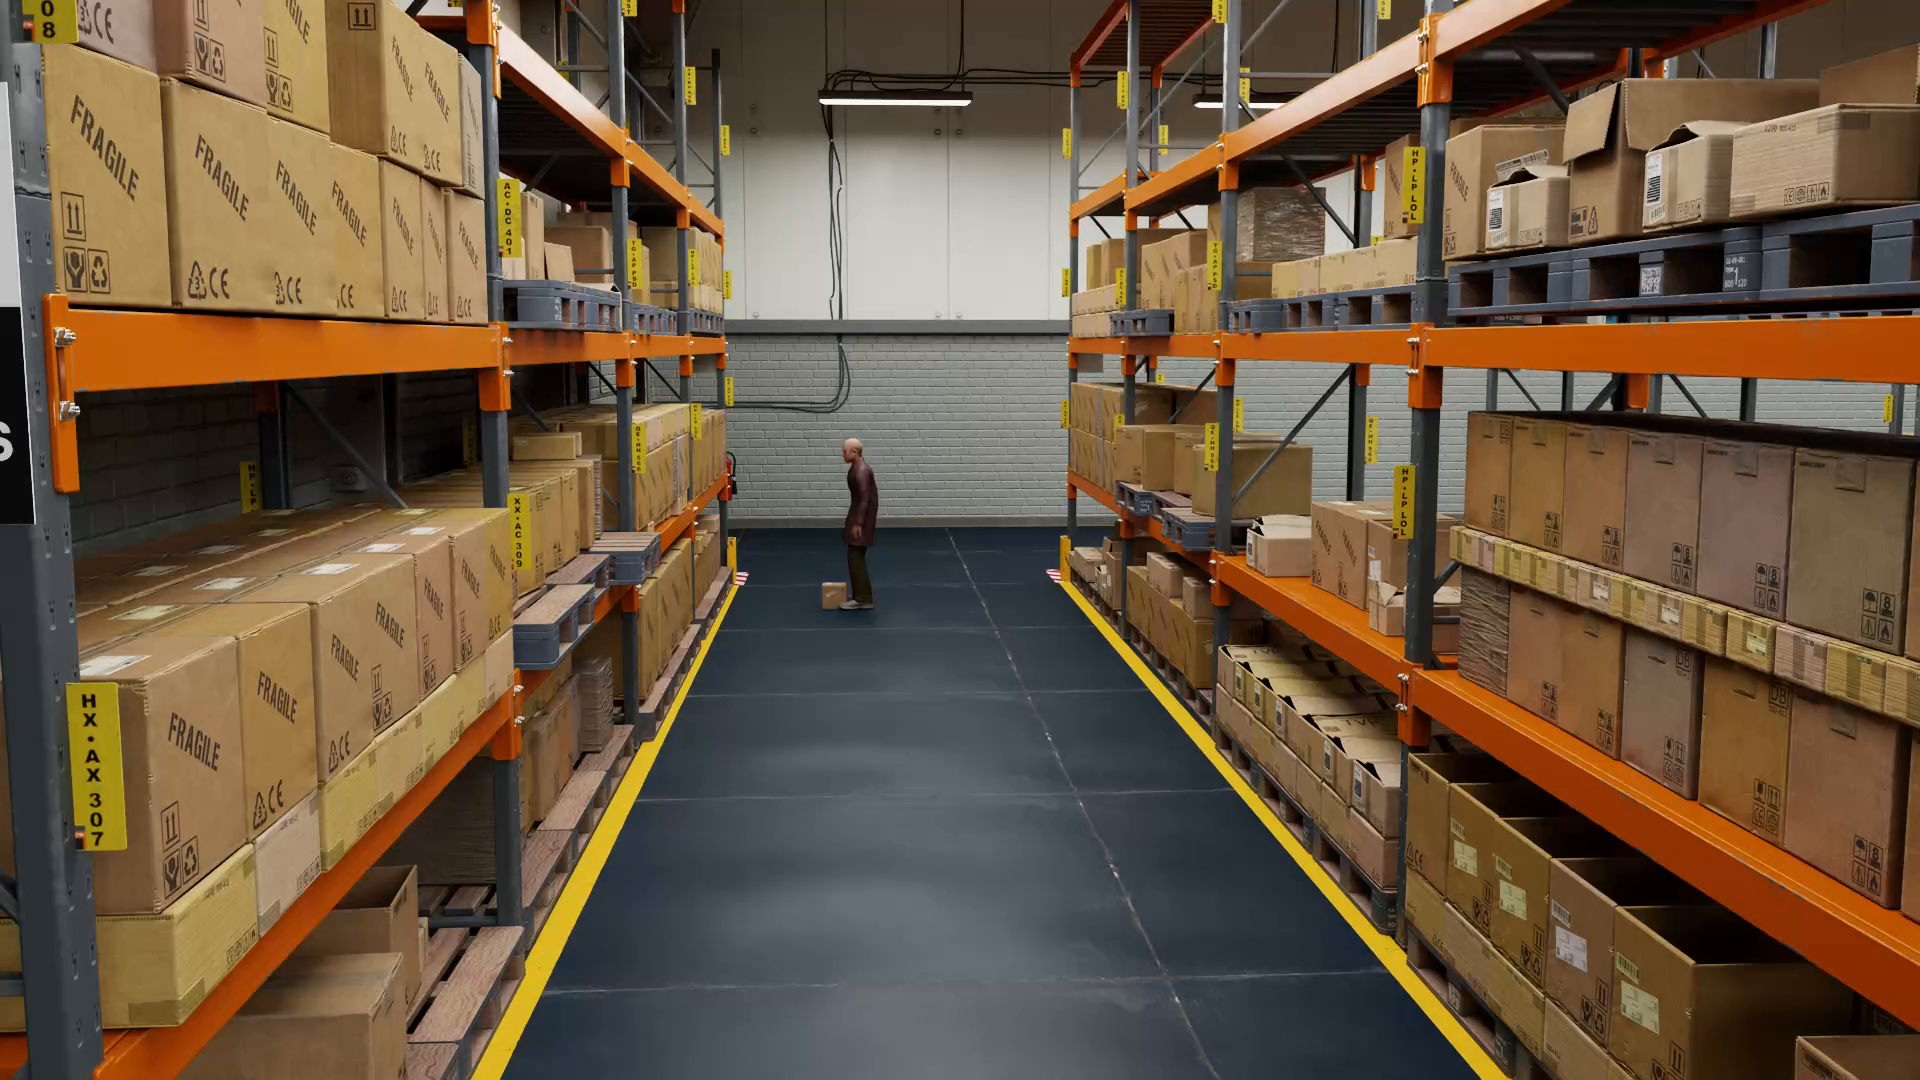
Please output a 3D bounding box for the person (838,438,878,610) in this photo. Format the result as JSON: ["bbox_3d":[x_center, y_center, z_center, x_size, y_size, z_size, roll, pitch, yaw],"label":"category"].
[{"bbox_3d":[-1.065,-0.175,17.299,0.429,1.772,0.643,-1,7,-6],"label":"person"}]
